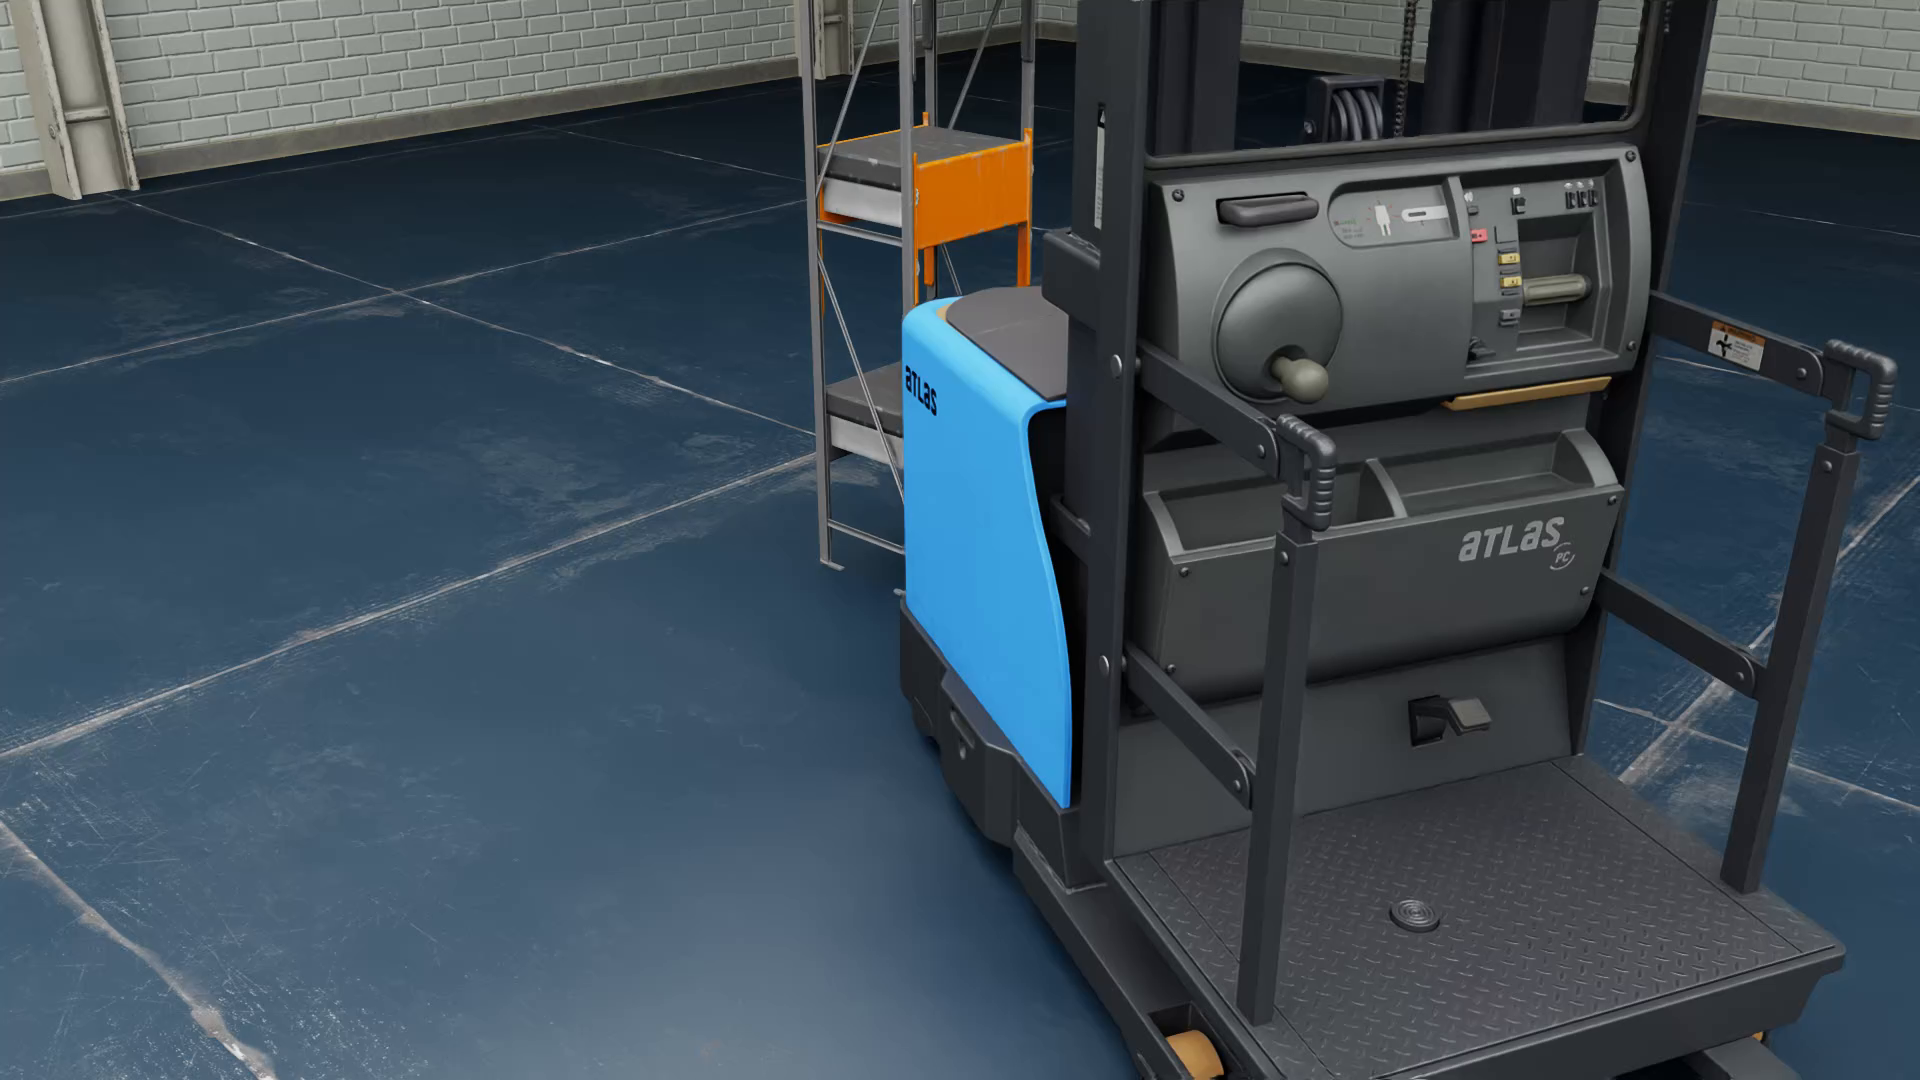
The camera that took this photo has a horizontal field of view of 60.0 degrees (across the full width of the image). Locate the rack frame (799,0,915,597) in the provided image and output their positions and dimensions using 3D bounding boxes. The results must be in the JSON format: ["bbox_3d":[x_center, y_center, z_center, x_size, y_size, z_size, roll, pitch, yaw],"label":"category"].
[{"bbox_3d":[-0.273,-0.833,4.542,0.400,2.100,0.015,20,31,38],"label":"rack frame"}]

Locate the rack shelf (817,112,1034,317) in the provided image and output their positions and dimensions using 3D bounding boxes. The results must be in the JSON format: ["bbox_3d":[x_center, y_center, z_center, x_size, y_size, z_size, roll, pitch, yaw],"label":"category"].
[{"bbox_3d":[-0.110,-0.895,4.714,0.431,0.518,0.480,20,31,38],"label":"rack shelf"}]

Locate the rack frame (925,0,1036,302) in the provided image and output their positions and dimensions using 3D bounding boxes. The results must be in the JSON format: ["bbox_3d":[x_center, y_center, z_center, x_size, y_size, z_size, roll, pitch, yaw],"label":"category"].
[{"bbox_3d":[0.052,-0.982,4.874,0.400,2.100,0.015,20,31,38],"label":"rack frame"}]

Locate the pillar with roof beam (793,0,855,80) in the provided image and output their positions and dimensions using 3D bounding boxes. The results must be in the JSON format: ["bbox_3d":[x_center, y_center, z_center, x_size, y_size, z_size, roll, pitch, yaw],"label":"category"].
[{"bbox_3d":[2.079,-6.834,9.492,9.100,9.000,0.400,20,31,38],"label":"pillar with roof beam"}]

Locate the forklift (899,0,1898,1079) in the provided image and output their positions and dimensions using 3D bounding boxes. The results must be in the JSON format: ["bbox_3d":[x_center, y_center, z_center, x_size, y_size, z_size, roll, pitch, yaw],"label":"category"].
[{"bbox_3d":[0.841,-0.419,2.602,1.130,2.935,3.031,-9,26,-19],"label":"forklift"}]

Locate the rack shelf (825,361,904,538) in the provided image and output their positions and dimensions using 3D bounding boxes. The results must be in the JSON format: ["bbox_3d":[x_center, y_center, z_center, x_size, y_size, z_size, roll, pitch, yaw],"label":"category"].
[{"bbox_3d":[-0.110,-0.256,5.000,0.431,0.518,0.480,20,31,38],"label":"rack shelf"}]

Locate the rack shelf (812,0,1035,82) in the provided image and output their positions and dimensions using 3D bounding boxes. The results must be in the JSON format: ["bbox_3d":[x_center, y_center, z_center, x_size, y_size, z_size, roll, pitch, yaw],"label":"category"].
[{"bbox_3d":[-0.110,-1.534,4.427,0.431,0.518,0.480,20,31,38],"label":"rack shelf"}]

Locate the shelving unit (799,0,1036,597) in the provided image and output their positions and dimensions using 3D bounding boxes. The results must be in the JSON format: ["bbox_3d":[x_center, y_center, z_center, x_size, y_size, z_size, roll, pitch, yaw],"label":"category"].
[{"bbox_3d":[-0.110,-0.908,4.708,0.431,2.100,0.503,20,31,38],"label":"shelving unit"}]

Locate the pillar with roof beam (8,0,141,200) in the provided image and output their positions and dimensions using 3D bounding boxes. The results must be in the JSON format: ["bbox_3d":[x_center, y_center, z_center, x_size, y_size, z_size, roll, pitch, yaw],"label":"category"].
[{"bbox_3d":[-1.925,-5.006,5.415,9.100,9.000,0.400,20,31,38],"label":"pillar with roof beam"}]
